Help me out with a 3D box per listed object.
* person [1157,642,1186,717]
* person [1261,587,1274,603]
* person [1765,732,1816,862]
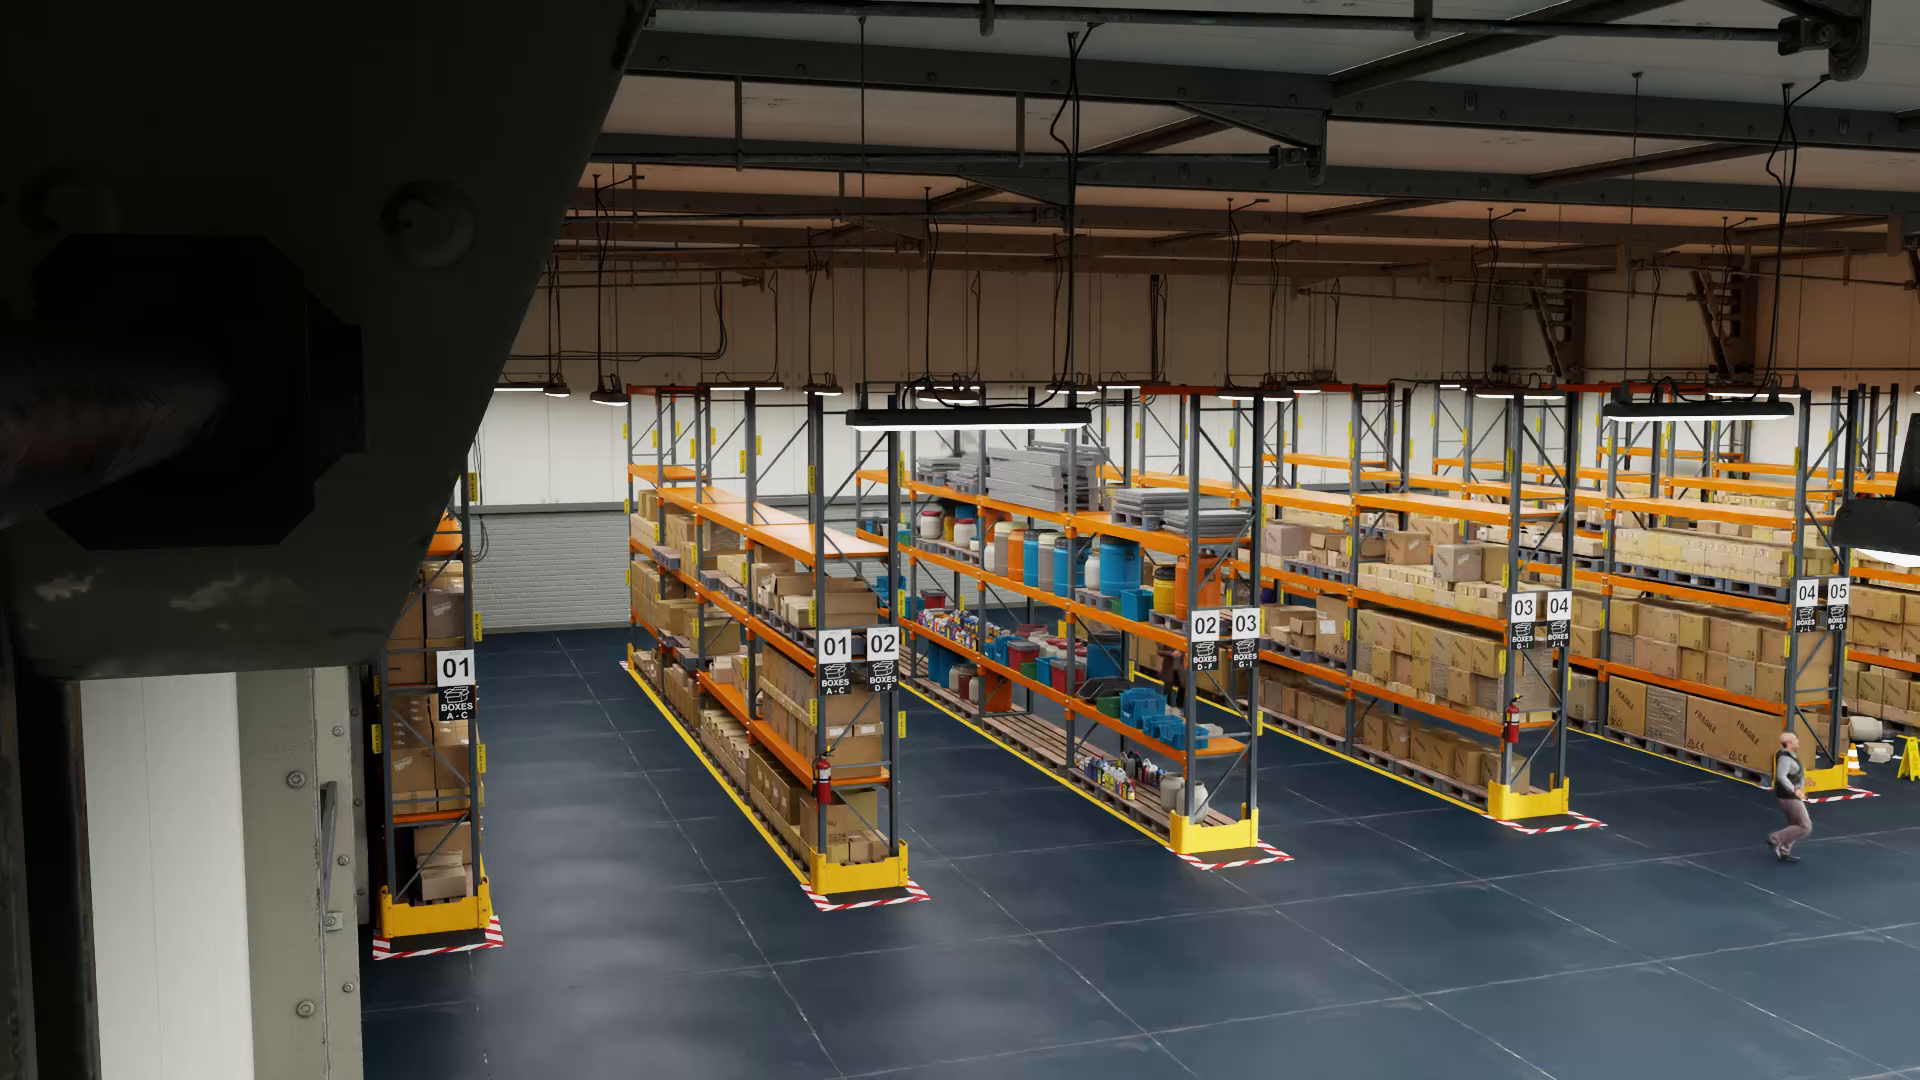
[{"bbox_3d":[3.890,2.338,30.203,0.674,1.807,0.781,-1,6,-11],"label":"person"},{"bbox_3d":[7.681,1.242,41.359,0.735,1.699,0.588,-2,6,-20],"label":"person"},{"bbox_3d":[10.659,3.297,21.311,0.598,1.674,0.655,2,6,19],"label":"person"}]
